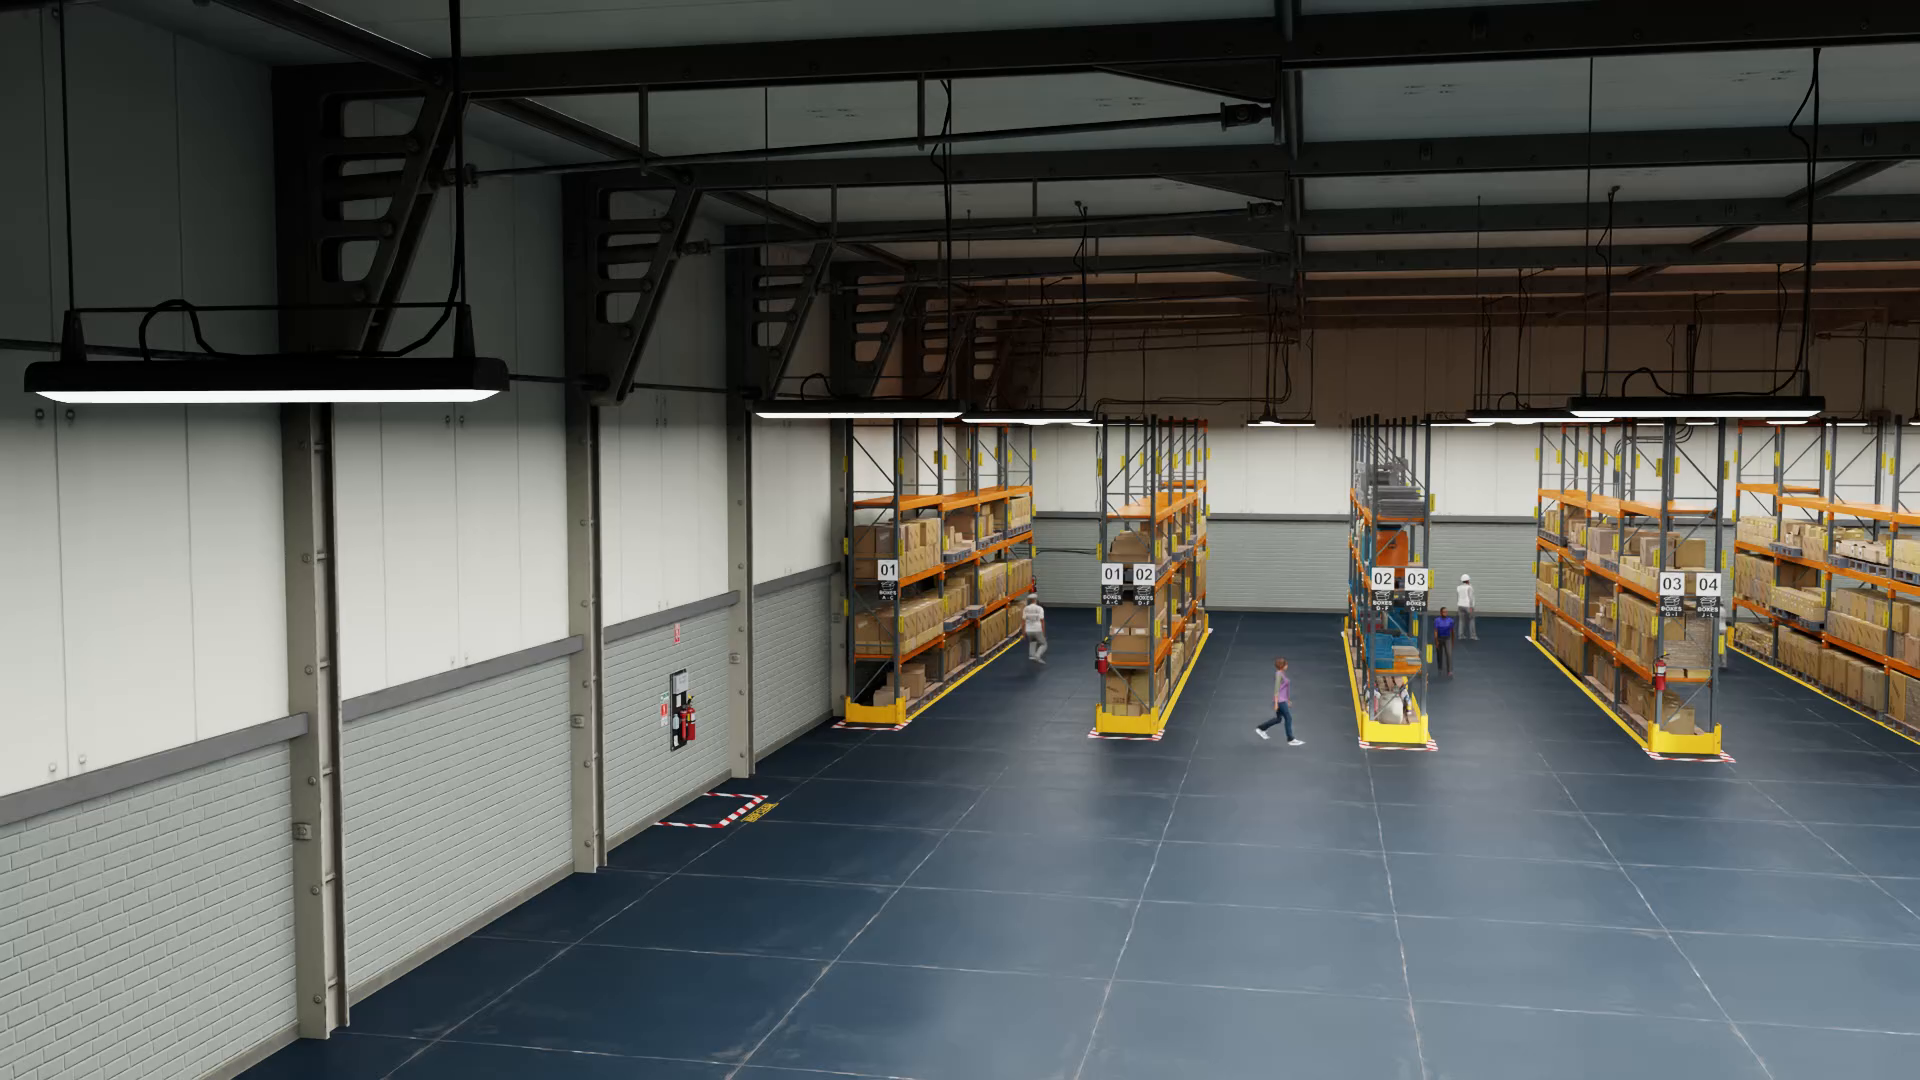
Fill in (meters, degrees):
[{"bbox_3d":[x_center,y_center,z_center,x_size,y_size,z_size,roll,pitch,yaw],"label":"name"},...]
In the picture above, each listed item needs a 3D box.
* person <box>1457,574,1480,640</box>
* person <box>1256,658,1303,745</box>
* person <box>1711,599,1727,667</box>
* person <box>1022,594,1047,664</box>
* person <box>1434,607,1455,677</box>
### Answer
[{"bbox_3d":[13.797,1.834,45.308,0.616,1.803,0.565,-4,5,-44],"label":"person"},{"bbox_3d":[5.805,2.936,30.203,0.869,1.530,0.445,1,4,17],"label":"person"},{"bbox_3d":[18.270,2.248,40.008,0.451,1.720,0.563,-1,4,-10],"label":"person"},{"bbox_3d":[1.769,2.088,39.275,0.595,1.619,0.659,1,4,19],"label":"person"},{"bbox_3d":[11.172,2.347,38.366,0.464,1.595,0.993,1,4,16],"label":"person"}]
